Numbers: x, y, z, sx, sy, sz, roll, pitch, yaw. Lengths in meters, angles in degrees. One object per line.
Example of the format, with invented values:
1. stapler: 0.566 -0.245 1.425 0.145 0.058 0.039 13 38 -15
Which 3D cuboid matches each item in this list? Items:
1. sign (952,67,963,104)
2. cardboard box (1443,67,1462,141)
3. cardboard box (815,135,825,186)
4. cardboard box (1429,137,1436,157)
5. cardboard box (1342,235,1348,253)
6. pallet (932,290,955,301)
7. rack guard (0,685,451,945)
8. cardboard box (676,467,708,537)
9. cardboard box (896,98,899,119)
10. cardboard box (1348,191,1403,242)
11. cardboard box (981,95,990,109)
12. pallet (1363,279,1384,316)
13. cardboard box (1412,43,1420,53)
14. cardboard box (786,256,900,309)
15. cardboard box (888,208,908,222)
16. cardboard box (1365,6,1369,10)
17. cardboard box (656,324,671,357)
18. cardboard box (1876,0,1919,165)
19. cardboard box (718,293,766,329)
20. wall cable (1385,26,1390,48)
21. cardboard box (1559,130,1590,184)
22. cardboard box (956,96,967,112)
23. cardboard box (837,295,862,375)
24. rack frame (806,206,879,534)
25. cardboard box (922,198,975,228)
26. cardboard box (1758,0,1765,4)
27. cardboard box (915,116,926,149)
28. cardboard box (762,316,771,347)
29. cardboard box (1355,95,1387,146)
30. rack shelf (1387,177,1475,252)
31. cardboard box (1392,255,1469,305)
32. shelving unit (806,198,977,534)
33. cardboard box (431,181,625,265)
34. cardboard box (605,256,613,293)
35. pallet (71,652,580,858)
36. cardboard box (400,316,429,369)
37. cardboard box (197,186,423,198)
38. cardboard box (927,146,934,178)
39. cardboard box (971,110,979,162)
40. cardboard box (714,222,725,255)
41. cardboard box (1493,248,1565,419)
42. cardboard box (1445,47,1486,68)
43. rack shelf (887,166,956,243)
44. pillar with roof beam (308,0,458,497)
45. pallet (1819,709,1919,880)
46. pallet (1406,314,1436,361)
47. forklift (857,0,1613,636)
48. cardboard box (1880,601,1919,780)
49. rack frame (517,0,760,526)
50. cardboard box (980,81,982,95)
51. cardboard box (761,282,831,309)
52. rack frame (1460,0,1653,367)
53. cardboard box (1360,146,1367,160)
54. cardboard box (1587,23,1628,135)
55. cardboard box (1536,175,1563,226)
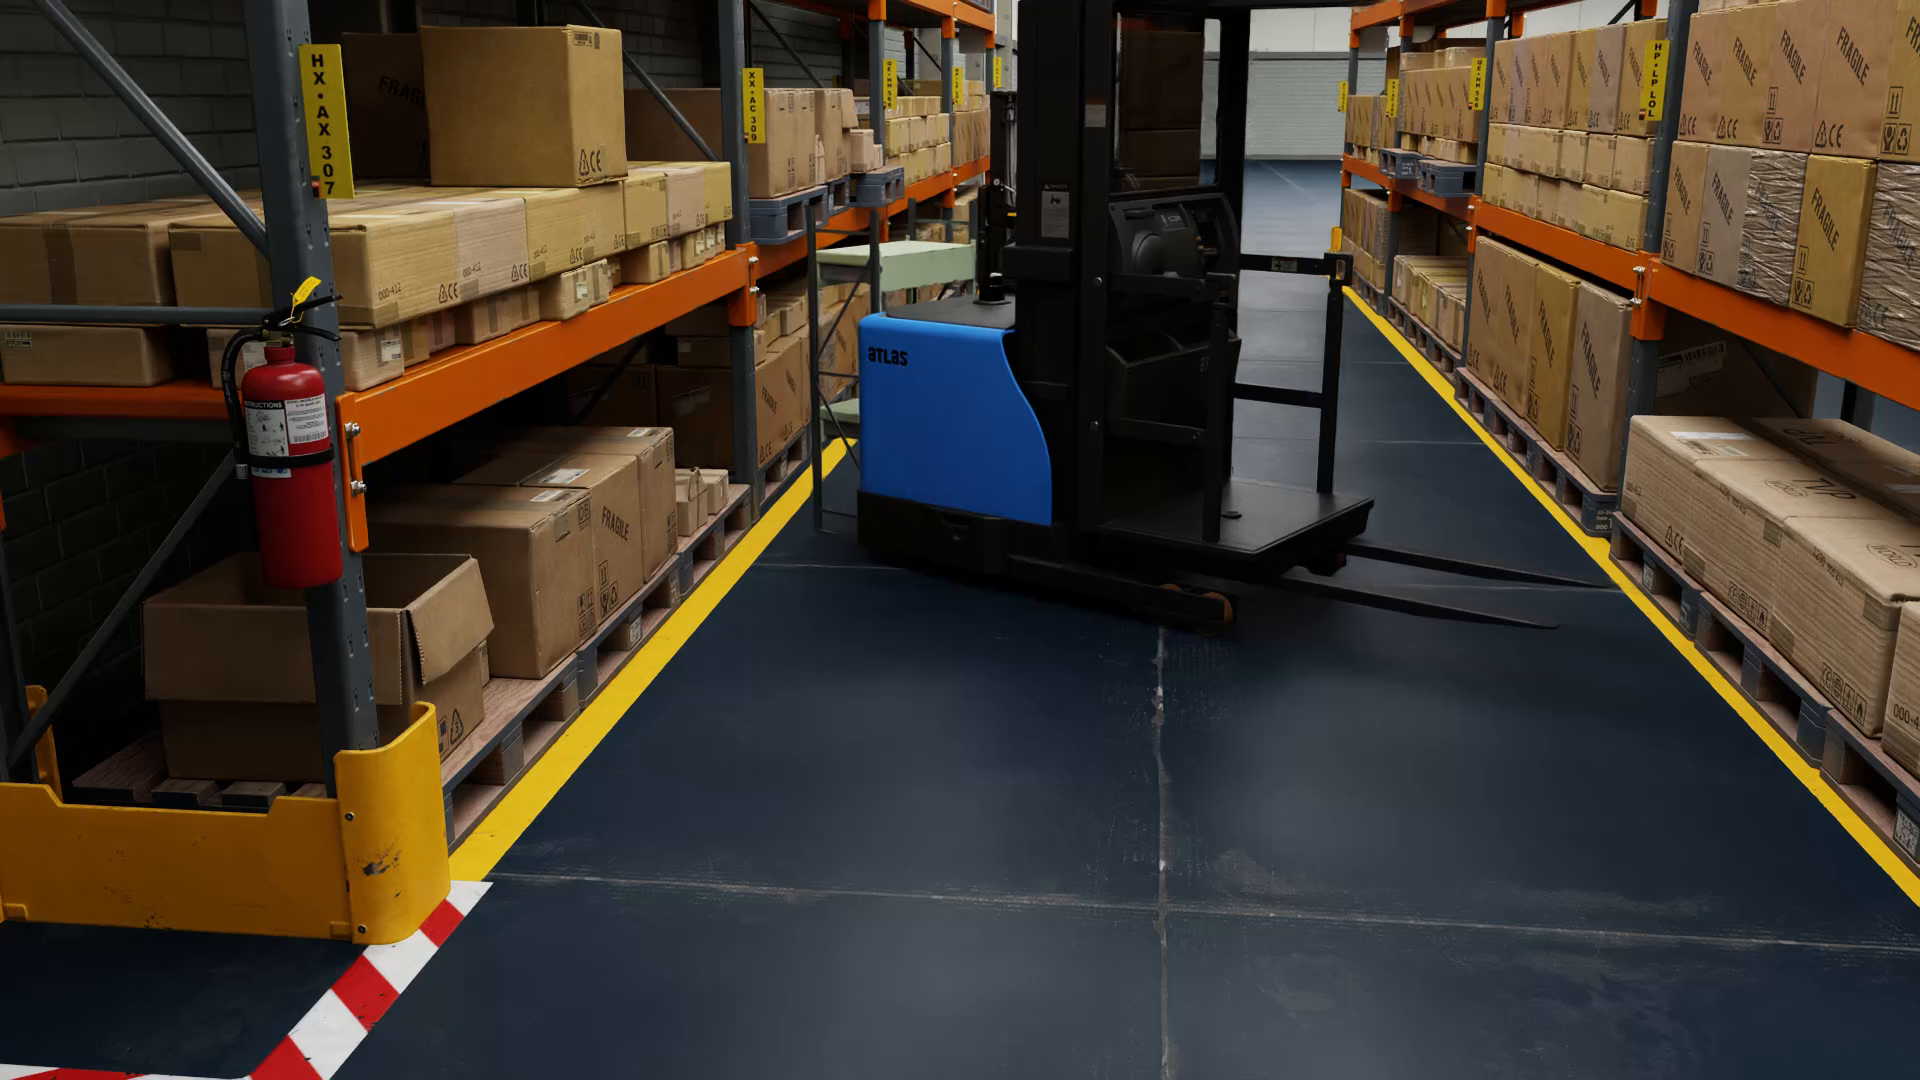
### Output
1. sign: -0.026 -4.126 15.107 0.100 0.325 0.005 2 15 6
2. cardboard box: 3.738 -3.091 11.780 0.500 0.500 0.500 1 15 5
3. cardboard box: -0.930 -2.030 8.877 0.396 0.266 0.258 2 15 9
4. cardboard box: 3.815 -3.013 12.736 0.380 0.149 0.250 1 15 4
5. cardboard box: 4.452 -3.185 18.157 0.500 0.250 0.500 2 15 6
6. pallet: -0.610 -2.080 14.950 1.003 0.211 1.213 2 15 6
7. rack guard: -1.911 0.681 4.186 1.175 0.500 0.348 2 15 6
8. cardboard box: -1.280 -0.181 7.017 0.396 0.266 0.258 2 15 8
9. cardboard box: -0.656 -3.153 12.142 0.380 0.149 0.250 2 15 8
10. cardboard box: 4.395 -3.405 17.535 0.500 0.500 0.500 1 15 4
11. cardboard box: 0.125 -4.852 18.425 0.380 0.149 0.250 2 15 7
12. pallet: 4.407 -2.302 15.772 1.003 0.211 1.213 2 15 6
13. cardboard box: 4.763 -4.655 16.452 0.700 0.500 0.500 2 15 6
14. cardboard box: -0.933 -1.799 12.313 0.875 0.625 0.625 2 15 8
15. cardboard box: -0.702 -3.110 15.964 0.500 0.250 0.500 2 15 7
16. cardboard box: 4.453 -5.622 17.443 0.380 0.149 0.250 2 15 8
17. cardboard box: -1.689 -1.025 8.448 0.380 0.149 0.250 2 15 6
18. cardboard box: 2.919 -1.288 4.573 0.500 0.500 0.500 2 15 6
19. cardboard box: -1.182 -1.150 8.341 0.380 0.149 0.250 1 15 4
20. wall cable: 13.374 -17.262 47.745 2.305 6.003 0.169 2 15 6
21. cardboard box: 3.374 -1.953 8.468 0.500 0.250 0.500 2 15 8
22. cardboard box: -0.138 -4.252 16.207 0.380 0.149 0.250 2 15 7
23. cardboard box: -0.918 -1.332 10.824 0.500 0.500 0.500 1 15 5
24. rack frame: -0.520 -0.738 7.517 0.400 1.500 0.023 11 19 35
25. cardboard box: -0.132 -3.225 16.390 0.500 0.250 0.500 2 15 6
26. cardboard box: 3.170 -2.034 6.087 0.380 0.149 0.250 2 15 6
27. cardboard box: -0.557 -3.256 13.287 0.500 0.250 0.500 2 15 7
28. cardboard box: -1.192 -1.079 8.647 0.380 0.149 0.250 1 15 3
29. cardboard box: 4.377 -4.321 17.135 0.500 0.500 0.500 1 15 5
30. rack shelf: 4.141 -2.607 12.936 1.077 0.370 4.000 2 15 6
31. cardboard box: 4.310 -2.271 14.545 0.950 0.372 0.625 2 15 7
32. shelving unit: -0.303 -0.814 7.801 0.431 1.500 0.755 11 19 35
33. cardboard box: -1.454 -1.083 5.637 0.500 0.250 0.500 1 15 5
34. cardboard box: -1.445 -0.932 5.845 0.380 0.149 0.250 2 15 6
35. pallet: -1.822 0.614 4.989 1.003 0.211 1.213 2 15 6
36. cardboard box: -1.627 -0.529 4.354 0.380 0.149 0.250 2 15 8
37. cardboard box: -2.012 -0.966 5.207 0.500 0.250 0.500 2 15 8
38. cardboard box: -0.500 -3.149 13.849 0.500 0.250 0.500 2 15 7
39. cardboard box: -0.080 -4.171 17.149 0.500 0.500 0.500 2 15 7
40. cardboard box: -1.254 -1.332 7.323 0.380 0.149 0.250 2 15 7
41. cardboard box: 3.650 -1.205 9.638 0.875 0.875 0.875 2 15 7
42. cardboard box: 3.820 -3.576 12.332 0.380 0.149 0.250 1 15 4
43. rack shelf: -0.792 -2.752 13.473 1.077 0.370 4.000 2 15 6
44. pillar with roof beam: 1.835 -4.159 5.802 9.100 9.000 0.400 2 15 6
45. pallet: 3.025 0.776 4.390 1.003 0.211 1.213 2 15 6
46. pallet: 4.145 -1.608 13.204 1.003 0.211 1.213 2 15 6
47. forklift: 1.029 -1.206 6.506 3.031 2.935 1.130 11 19 36
48. cardboard box: 2.988 0.499 4.174 0.875 0.438 0.875 1 15 4
49. rack frame: -1.469 -1.544 7.624 1.000 3.000 0.127 2 15 6
50. cardboard box: 0.034 -4.795 17.644 0.380 0.149 0.250 2 15 8
51. cardboard box: -0.997 -1.484 10.146 0.380 0.149 0.250 1 15 5
52. rack frame: 3.915 -2.436 10.924 1.000 3.000 0.127 2 15 6
53. cardboard box: 4.379 -4.043 17.347 0.380 0.149 0.250 2 15 8
54. cardboard box: 3.316 -2.187 7.896 0.500 0.500 0.500 2 15 7
55. cardboard box: 3.452 -1.846 9.030 0.500 0.250 0.500 2 15 6
